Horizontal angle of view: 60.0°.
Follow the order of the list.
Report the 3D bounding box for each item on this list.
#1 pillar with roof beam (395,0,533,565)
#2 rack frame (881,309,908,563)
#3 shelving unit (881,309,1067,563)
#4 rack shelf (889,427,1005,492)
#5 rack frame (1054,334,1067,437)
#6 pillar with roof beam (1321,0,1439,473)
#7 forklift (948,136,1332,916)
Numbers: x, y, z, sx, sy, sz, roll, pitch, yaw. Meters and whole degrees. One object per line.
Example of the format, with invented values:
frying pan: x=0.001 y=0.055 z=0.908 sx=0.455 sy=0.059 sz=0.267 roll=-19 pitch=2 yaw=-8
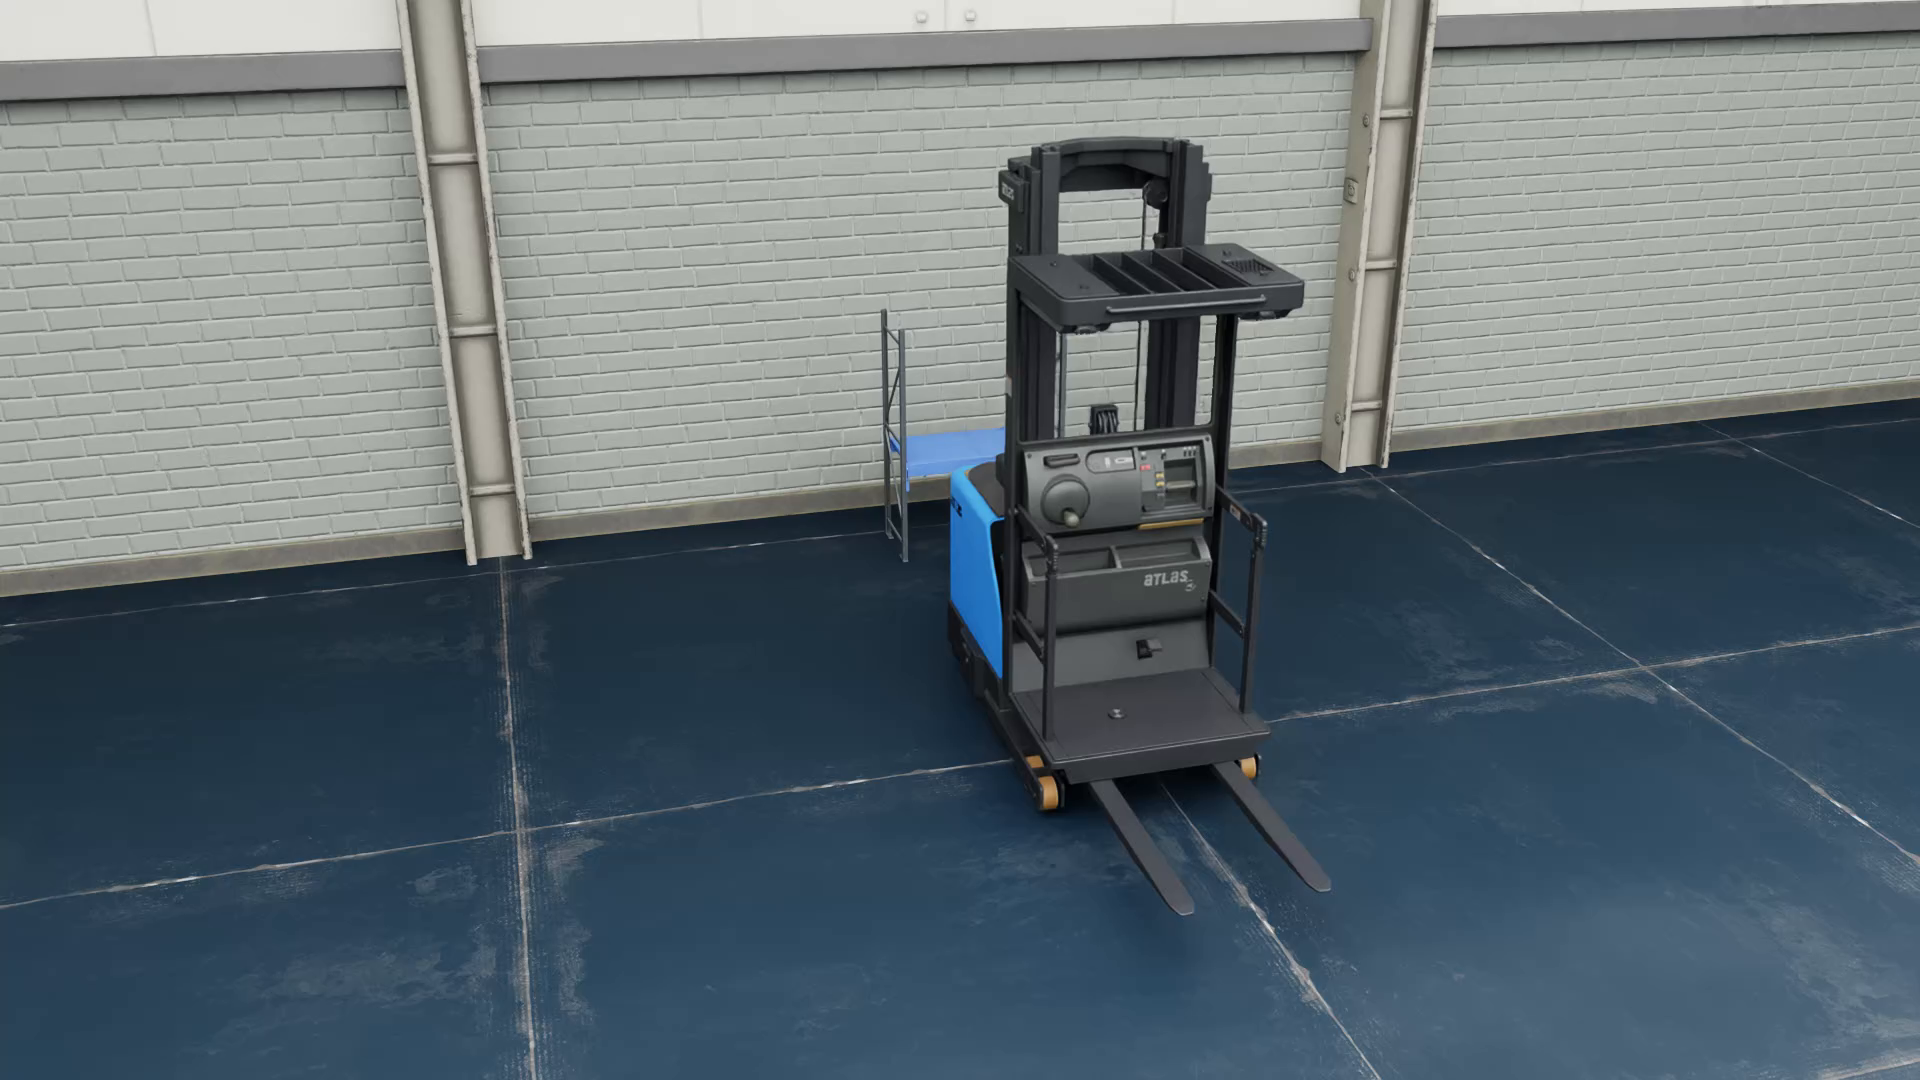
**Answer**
pillar with roof beam: x=-1.762 y=-2.422 z=4.983 sx=0.400 sy=9.000 sz=9.100 roll=-6 pitch=24 yaw=-14
rack frame: x=-0.407 y=-0.644 z=10.349 sx=0.032 sy=1.500 sz=0.500 roll=-6 pitch=24 yaw=-14
shelving unit: x=0.082 y=-0.698 z=10.475 sx=1.048 sy=1.500 sz=0.538 roll=-6 pitch=24 yaw=-14
rack shelf: x=0.082 y=-0.533 z=10.546 sx=1.000 sy=0.185 sz=0.538 roll=-6 pitch=24 yaw=-14
rack frame: x=0.572 y=-0.752 z=10.602 sx=0.032 sy=1.500 sz=0.500 roll=-6 pitch=24 yaw=-14
pillar with roof beam: x=4.015 y=-3.061 z=6.472 sx=0.400 sy=9.000 sz=9.100 roll=-6 pitch=24 yaw=-14
forklift: x=0.811 y=-0.247 z=7.608 sx=1.130 sy=2.935 sz=3.031 roll=-6 pitch=24 yaw=-14
